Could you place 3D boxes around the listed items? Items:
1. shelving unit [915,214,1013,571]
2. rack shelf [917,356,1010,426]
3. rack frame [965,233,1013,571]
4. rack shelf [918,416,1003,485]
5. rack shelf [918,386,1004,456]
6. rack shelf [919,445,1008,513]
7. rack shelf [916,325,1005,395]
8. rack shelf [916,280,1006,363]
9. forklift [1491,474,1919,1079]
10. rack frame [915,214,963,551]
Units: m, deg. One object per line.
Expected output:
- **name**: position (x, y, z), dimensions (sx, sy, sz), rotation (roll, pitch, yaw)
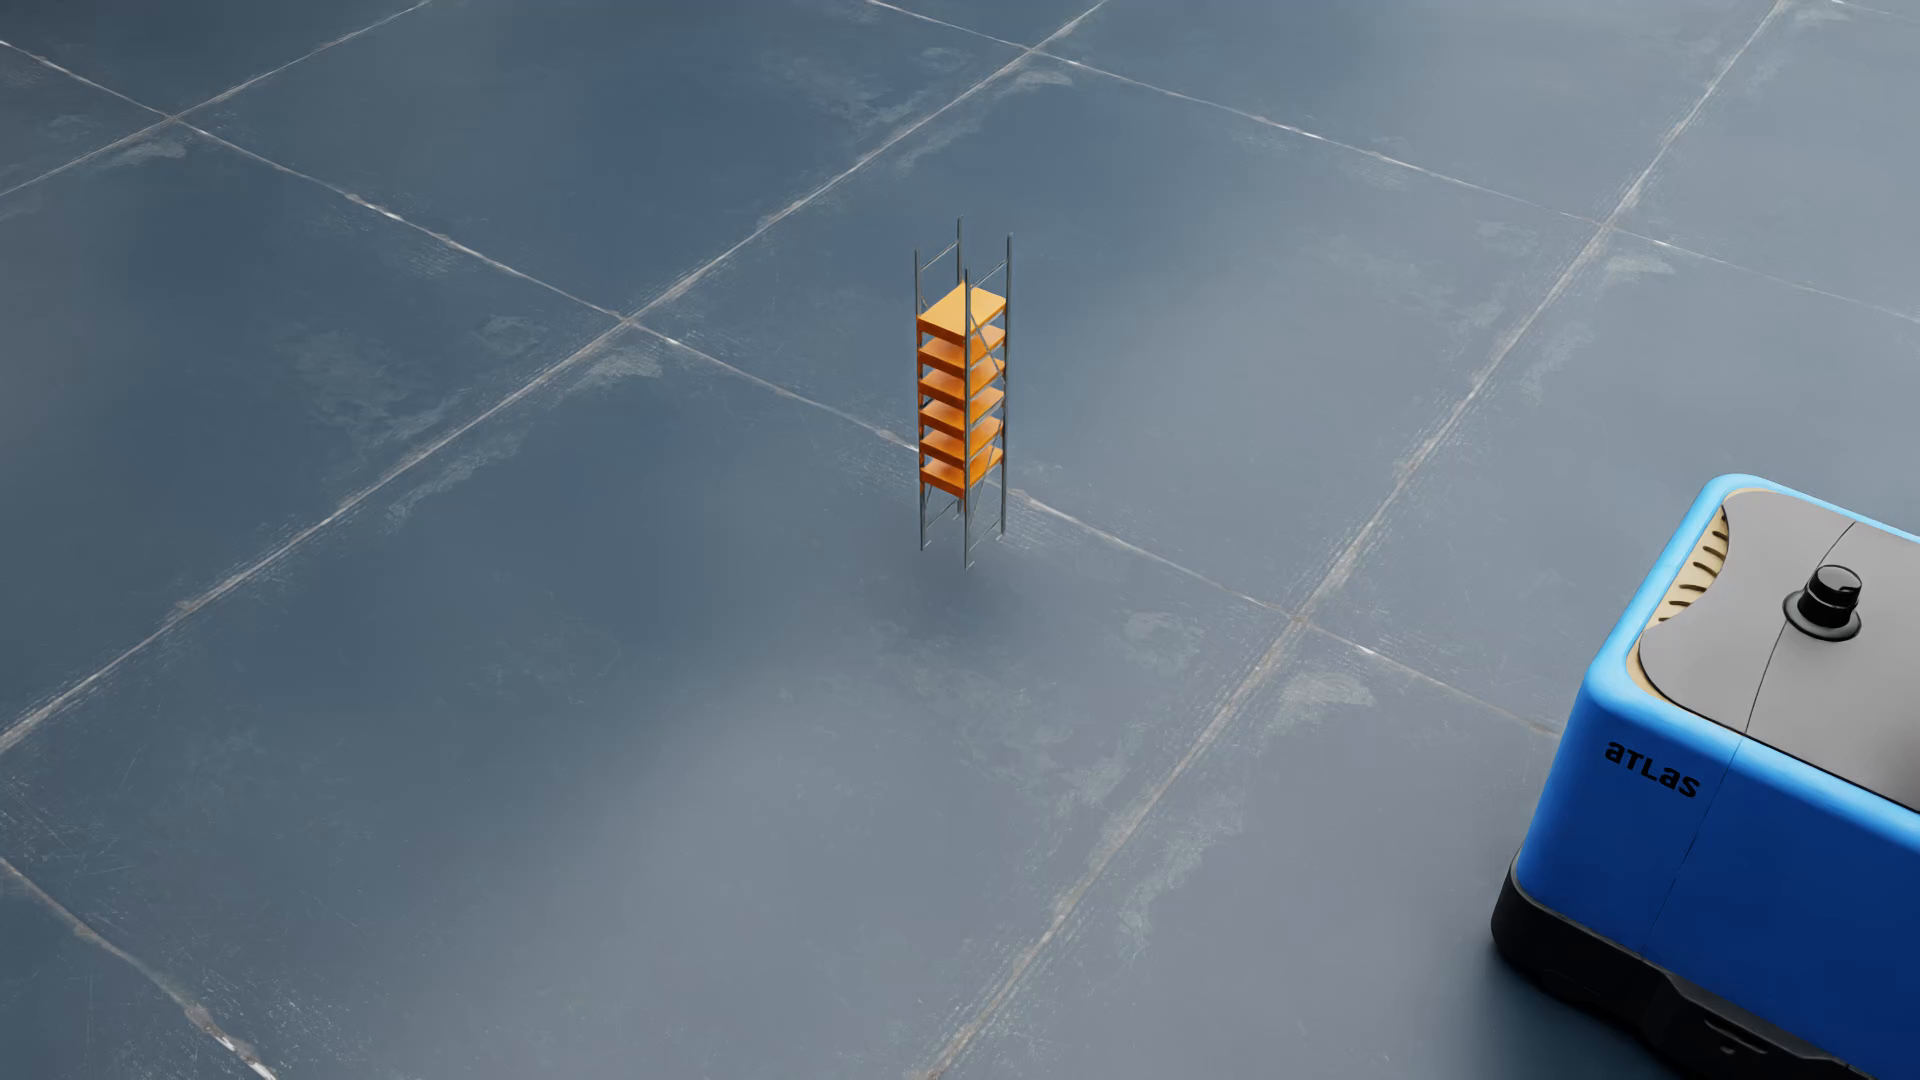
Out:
- **shelving unit**: position (0.012, -0.442, 5.344), dimensions (0.189, 1.200, 0.258), rotation (25, 48, 25)
- **rack shelf**: position (0.012, -0.498, 5.293), dimensions (0.180, 0.103, 0.258), rotation (25, 48, 25)
- **rack frame**: position (0.087, -0.407, 5.305), dimensions (0.006, 1.200, 0.240), rotation (25, 48, 25)
- **rack shelf**: position (0.012, -0.319, 5.453), dimensions (0.180, 0.103, 0.258), rotation (25, 48, 25)
- **rack shelf**: position (0.012, -0.408, 5.373), dimensions (0.180, 0.103, 0.258), rotation (25, 48, 25)
- **rack shelf**: position (0.012, -0.230, 5.533), dimensions (0.180, 0.103, 0.258), rotation (25, 48, 25)
- **rack shelf**: position (0.012, -0.587, 5.213), dimensions (0.180, 0.103, 0.258), rotation (25, 48, 25)
- **rack shelf**: position (0.012, -0.677, 5.133), dimensions (0.180, 0.103, 0.258), rotation (25, 48, 25)
- **forklift**: position (2.912, 0.354, 3.157), dimensions (3.031, 2.935, 1.130), rotation (26, 48, 26)
- **rack frame**: position (-0.063, -0.477, 5.383), dimensions (0.006, 1.200, 0.240), rotation (25, 48, 25)
